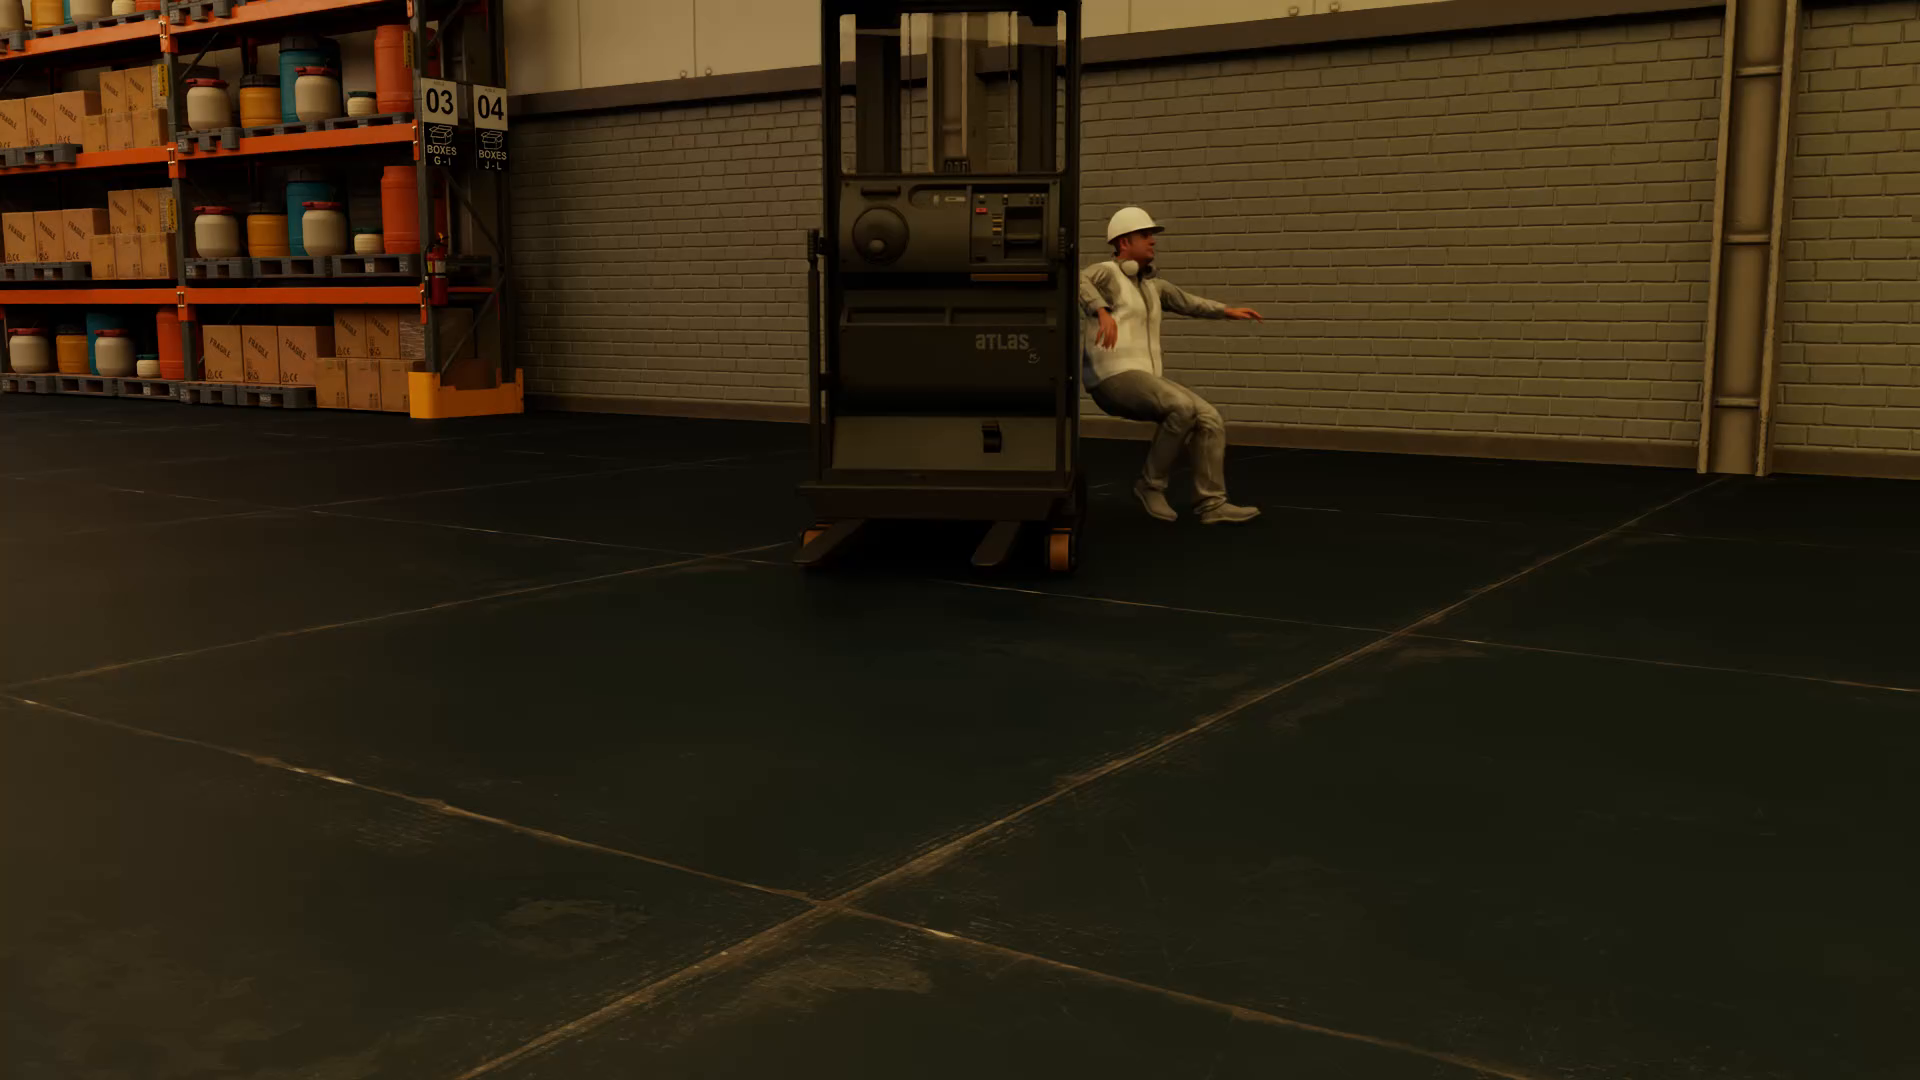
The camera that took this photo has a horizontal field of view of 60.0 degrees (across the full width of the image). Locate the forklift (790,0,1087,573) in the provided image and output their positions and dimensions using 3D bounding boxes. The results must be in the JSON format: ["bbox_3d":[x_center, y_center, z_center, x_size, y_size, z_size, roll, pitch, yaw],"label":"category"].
[{"bbox_3d":[-0.064,-1.366,6.796,1.130,2.935,3.031,1,8,6],"label":"forklift"}]

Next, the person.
[{"bbox_3d":[1.000,-0.837,8.054,0.880,1.547,1.044,5,10,34],"label":"person"}]
